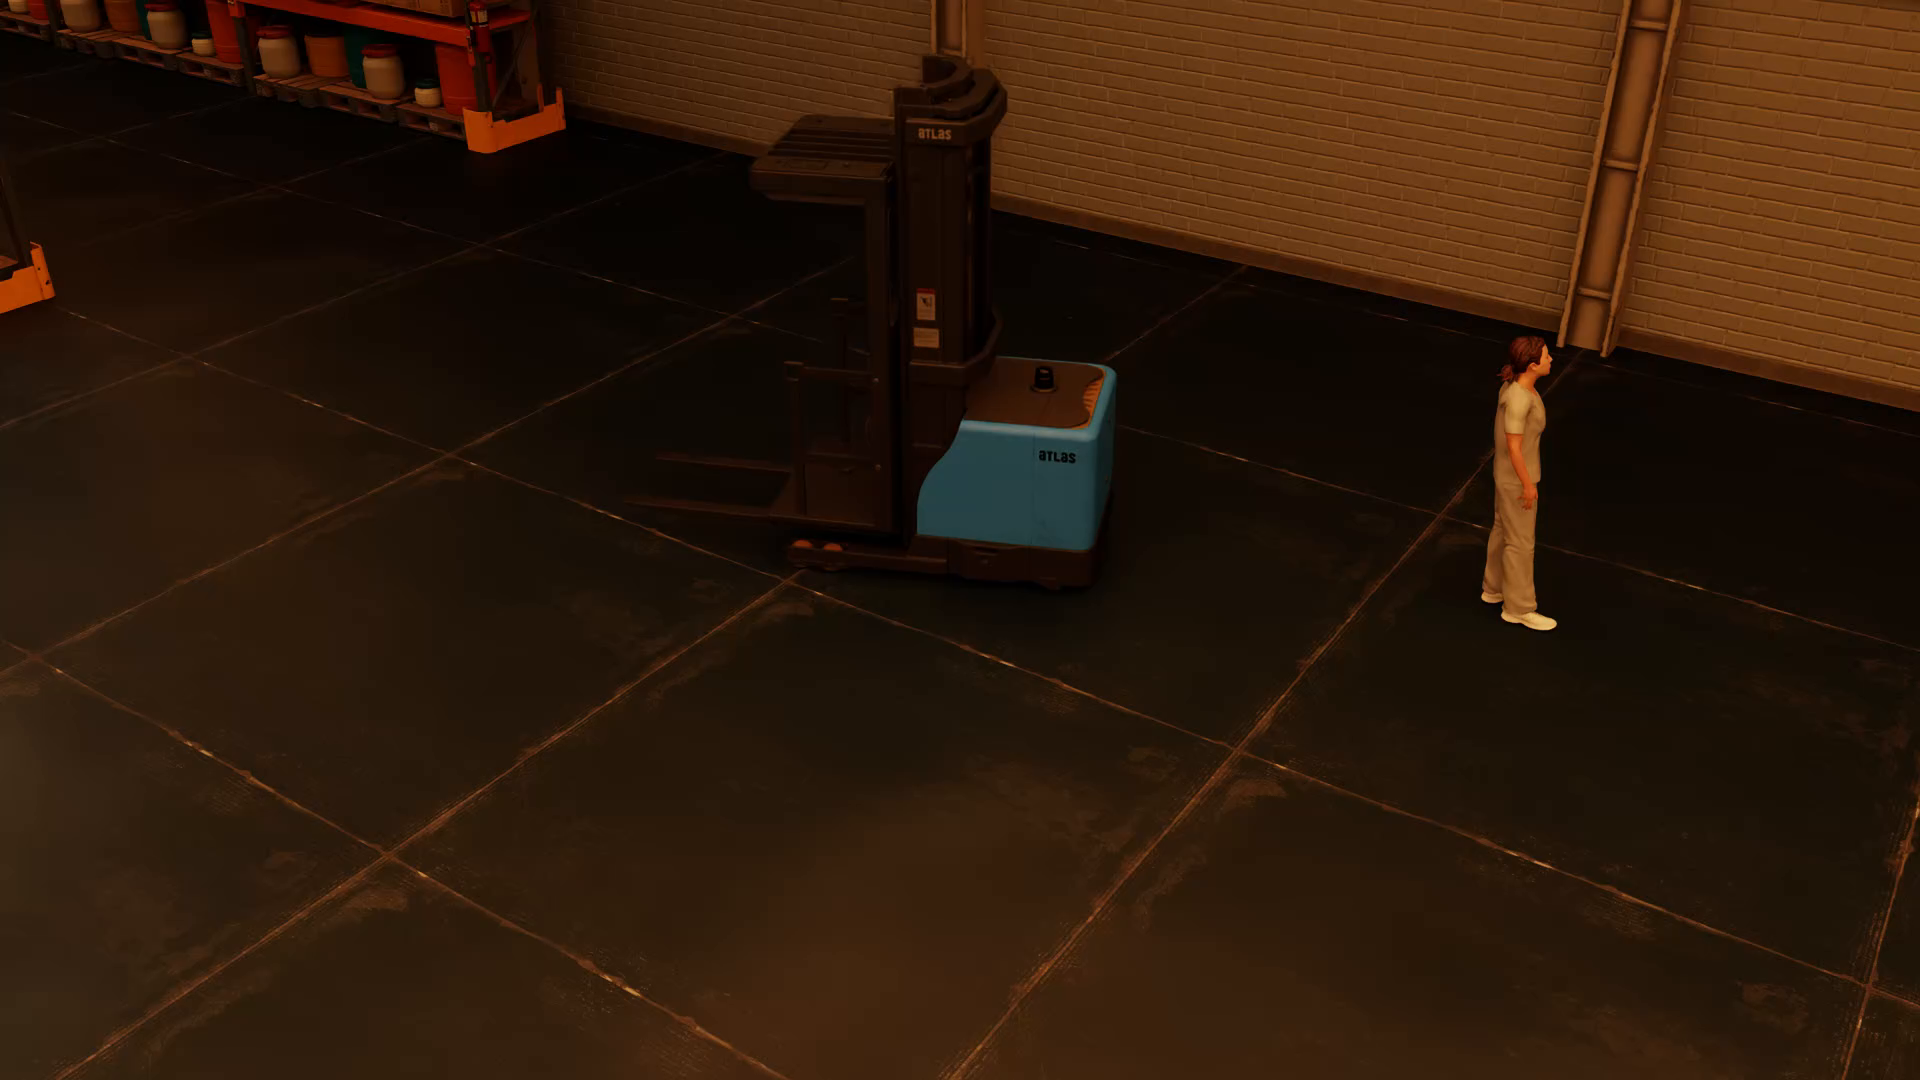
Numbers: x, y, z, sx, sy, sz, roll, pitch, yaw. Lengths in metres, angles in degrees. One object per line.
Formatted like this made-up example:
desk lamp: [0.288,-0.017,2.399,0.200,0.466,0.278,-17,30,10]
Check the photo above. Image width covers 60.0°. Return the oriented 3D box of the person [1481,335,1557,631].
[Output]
person: [3.229,-0.353,9.425,0.548,1.673,0.550,7,31,12]

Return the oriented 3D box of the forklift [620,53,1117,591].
forklift: [-0.596,-1.330,9.871,3.031,2.935,1.130,6,31,10]
